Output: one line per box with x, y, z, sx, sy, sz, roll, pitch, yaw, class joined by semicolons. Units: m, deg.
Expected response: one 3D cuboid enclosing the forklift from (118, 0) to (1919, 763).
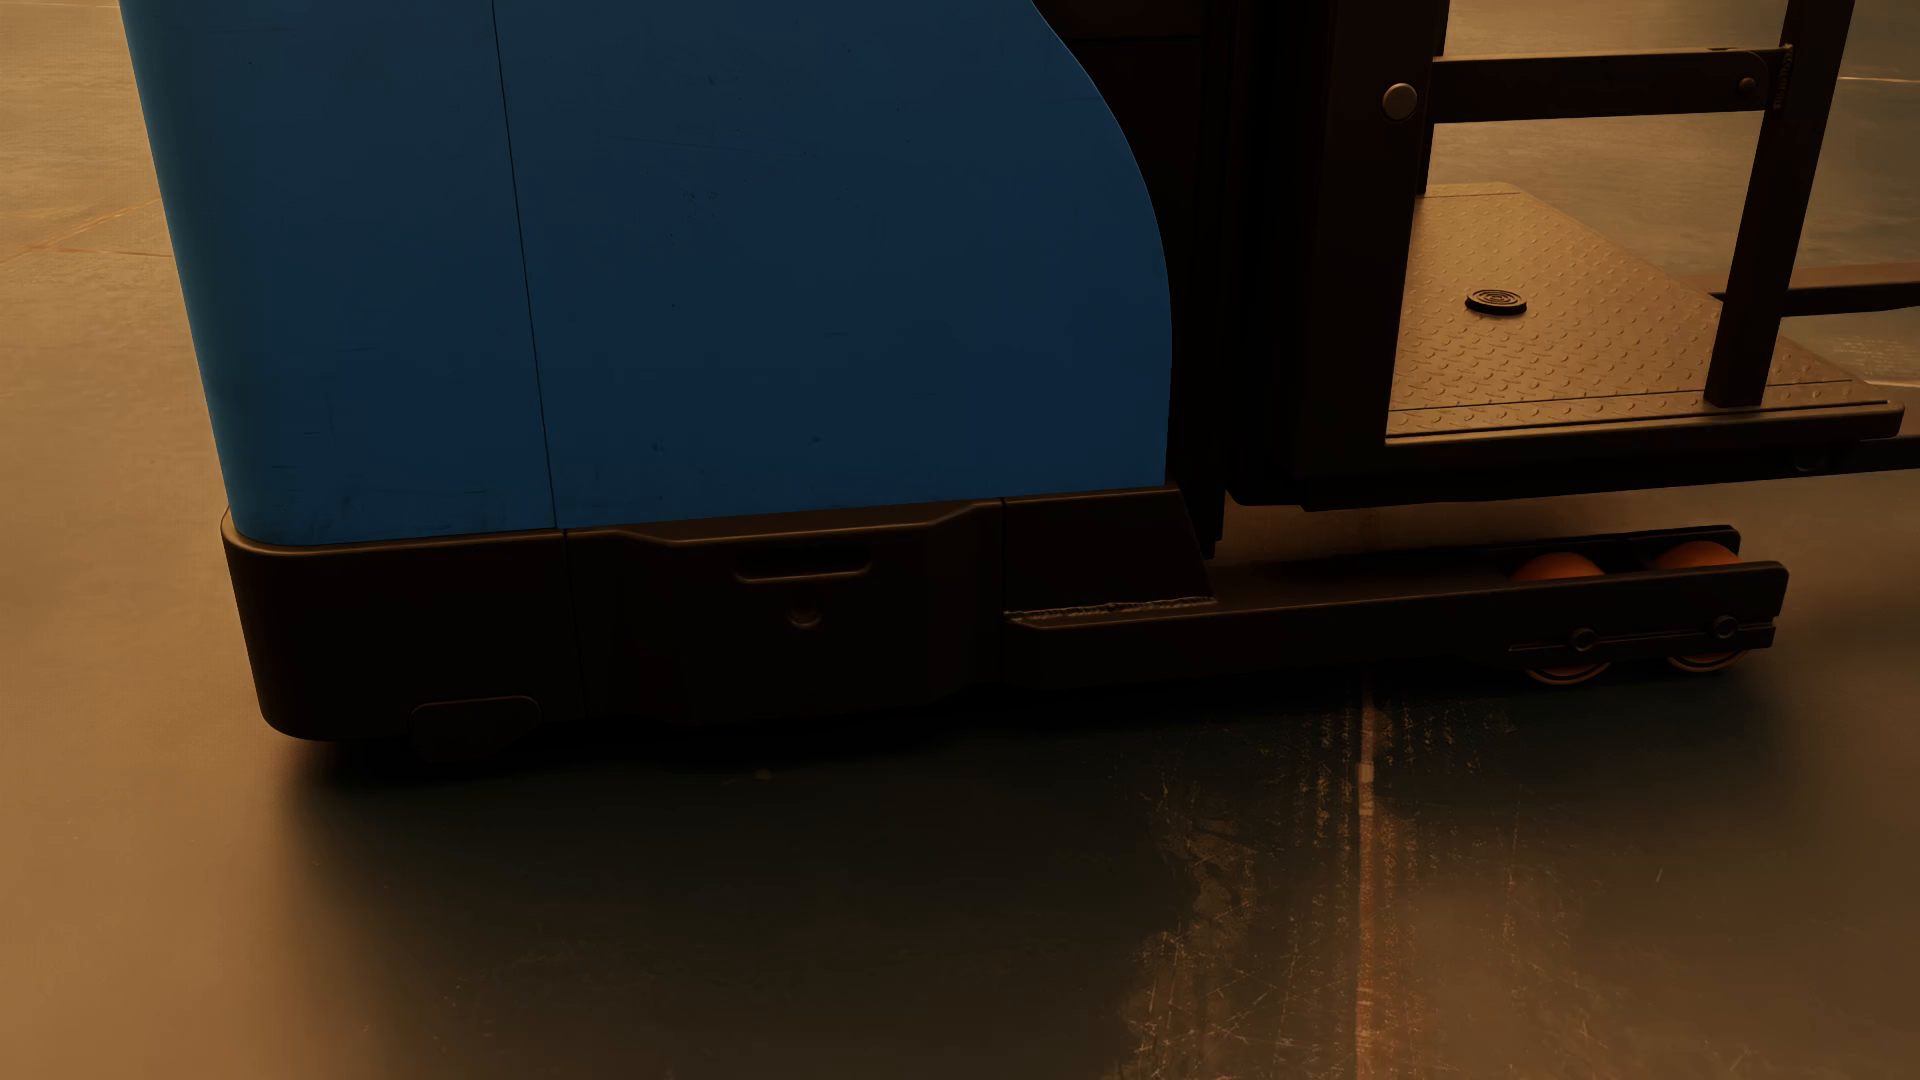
0.600;-1.354;1.930;3.031;2.935;1.130;-4;27;-9;forklift
